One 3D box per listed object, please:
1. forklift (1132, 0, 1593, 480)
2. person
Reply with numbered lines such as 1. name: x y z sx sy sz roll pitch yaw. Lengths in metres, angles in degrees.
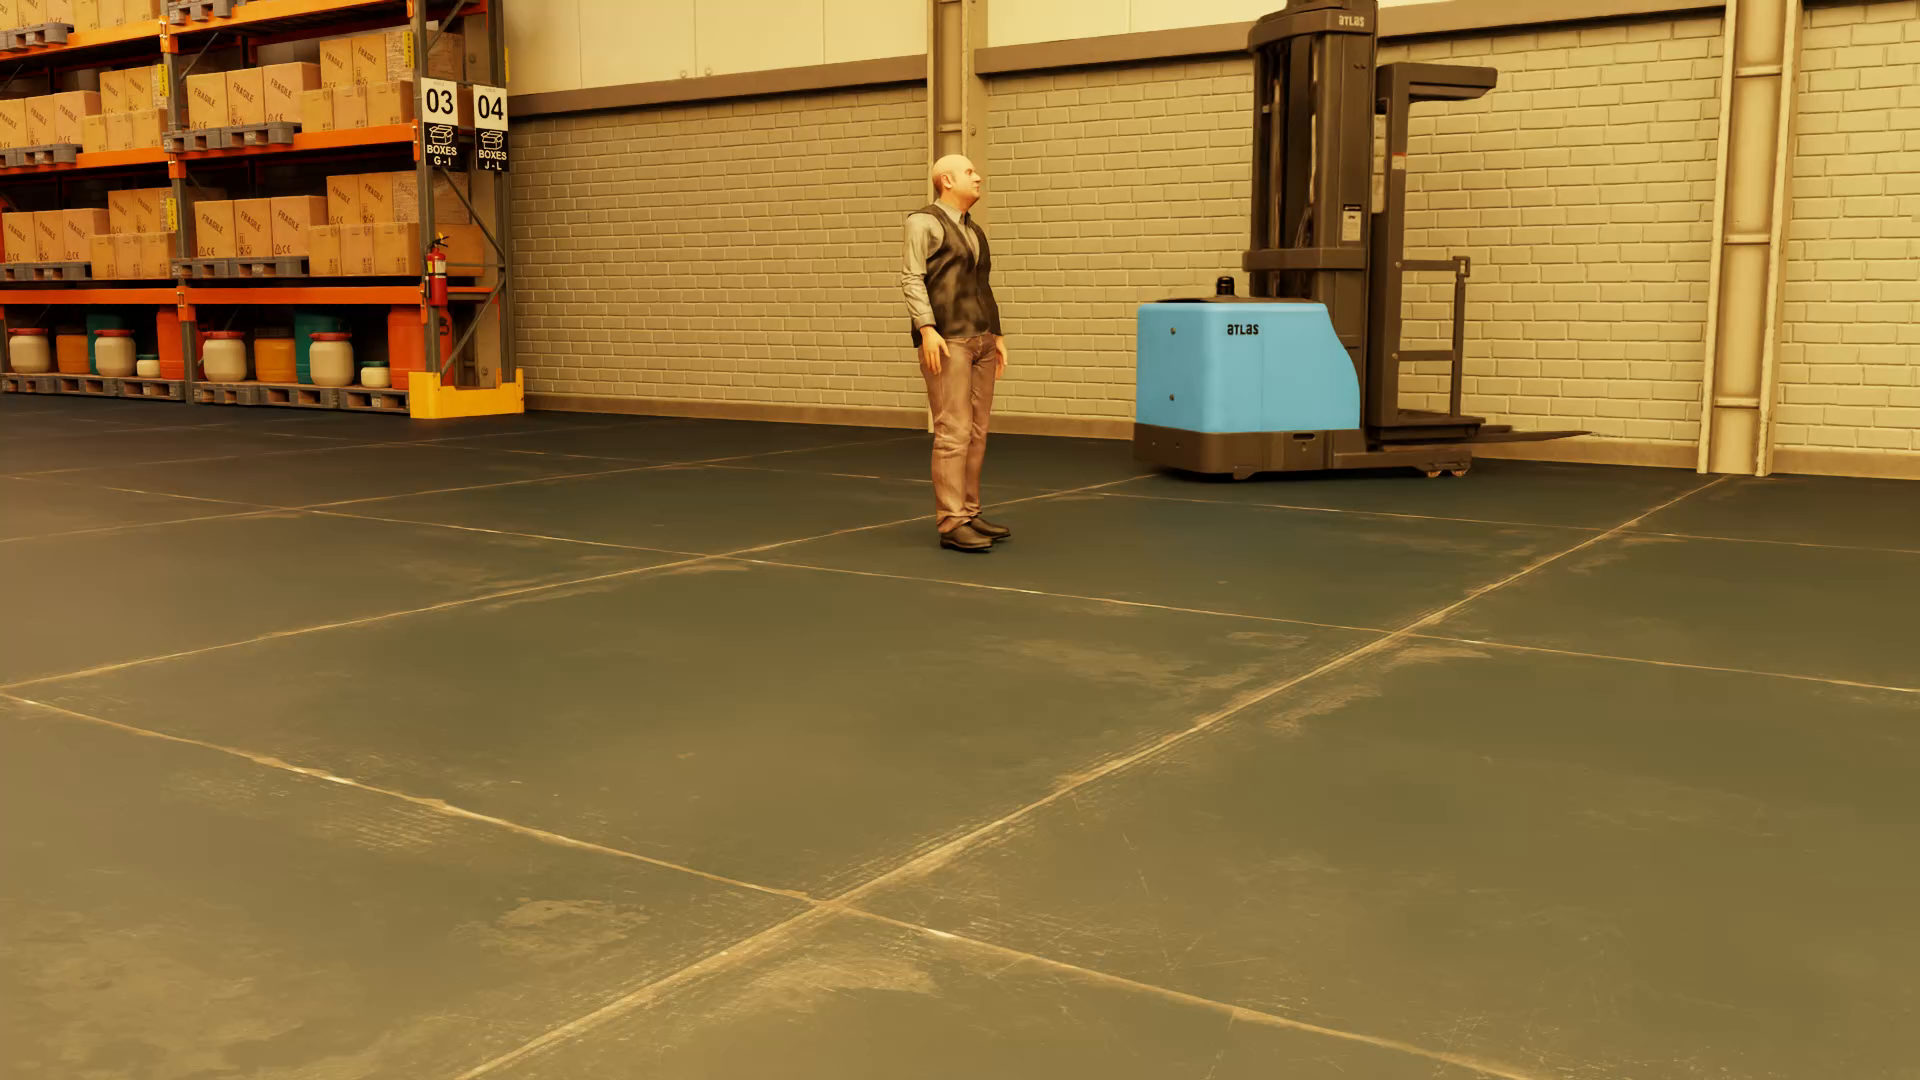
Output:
1. forklift: 2.684 -1.914 10.656 3.031 2.935 1.130 -3 9 -21
2. person: 0.047 -0.854 7.440 0.568 1.720 0.632 5 10 34
